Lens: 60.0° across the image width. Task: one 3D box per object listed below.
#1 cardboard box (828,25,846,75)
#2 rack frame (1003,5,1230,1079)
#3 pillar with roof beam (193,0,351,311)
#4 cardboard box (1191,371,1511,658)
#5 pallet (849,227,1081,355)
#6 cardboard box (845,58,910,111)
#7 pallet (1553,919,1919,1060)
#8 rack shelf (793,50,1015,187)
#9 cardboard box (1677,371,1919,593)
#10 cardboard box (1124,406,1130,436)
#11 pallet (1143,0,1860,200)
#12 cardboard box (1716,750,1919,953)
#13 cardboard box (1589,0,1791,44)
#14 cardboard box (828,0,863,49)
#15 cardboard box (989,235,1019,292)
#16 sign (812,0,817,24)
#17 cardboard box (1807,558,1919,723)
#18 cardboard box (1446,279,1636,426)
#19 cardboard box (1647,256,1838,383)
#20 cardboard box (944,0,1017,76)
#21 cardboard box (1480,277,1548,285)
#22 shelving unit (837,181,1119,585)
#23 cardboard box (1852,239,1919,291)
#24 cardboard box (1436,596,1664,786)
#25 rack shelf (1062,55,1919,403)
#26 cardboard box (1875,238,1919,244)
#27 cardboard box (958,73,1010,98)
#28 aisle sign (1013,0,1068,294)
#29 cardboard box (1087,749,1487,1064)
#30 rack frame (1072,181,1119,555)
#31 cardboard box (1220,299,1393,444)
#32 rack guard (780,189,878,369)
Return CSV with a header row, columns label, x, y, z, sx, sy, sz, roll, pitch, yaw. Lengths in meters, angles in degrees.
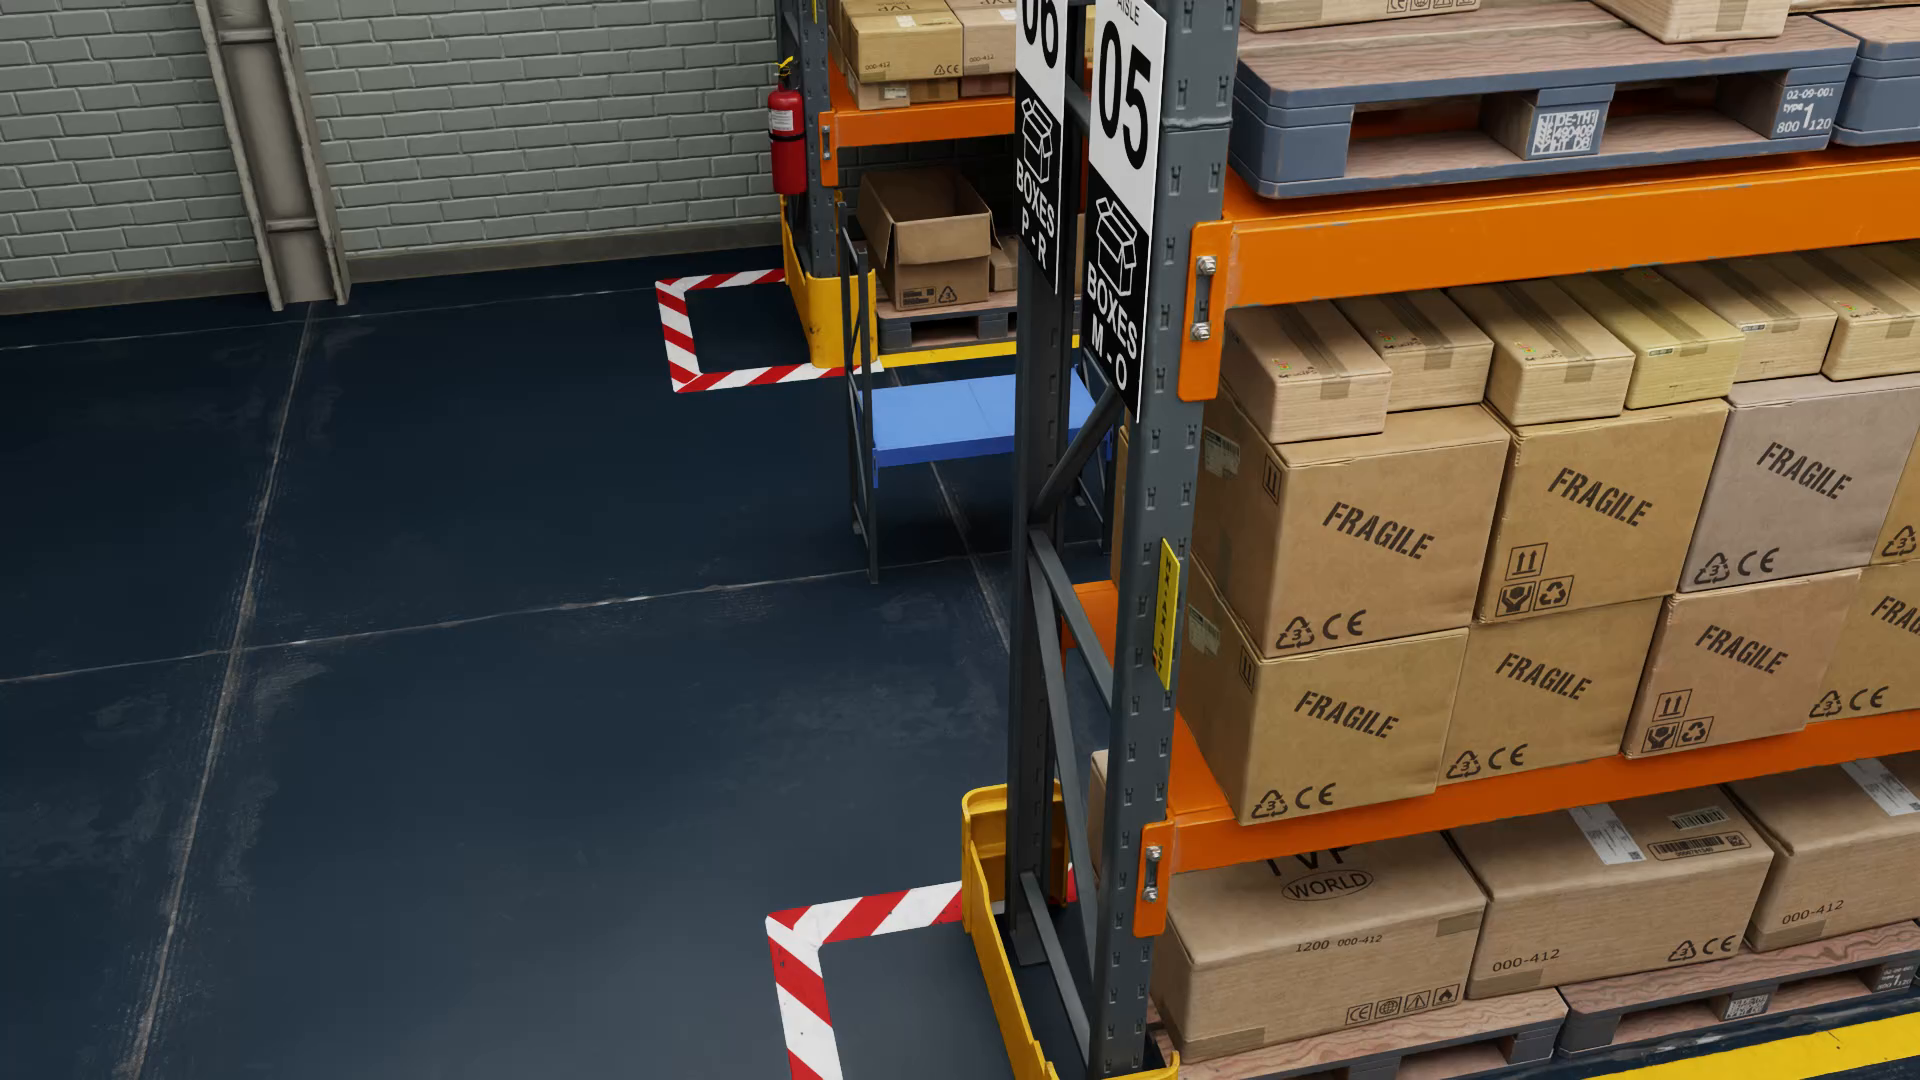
label,x,y,z,sx,sy,sz,roll,pitch,yaw
cardboard box,-0.522,-2.532,8.556,0.250,0.149,0.380,-8,35,-11
rack frame,0.313,0.248,4.189,0.127,3.000,1.000,-7,35,-11
pillar with roof beam,-2.665,-2.759,3.286,0.400,9.000,9.100,-7,35,-11
cardboard box,0.844,-0.113,3.739,0.500,0.500,0.500,-8,35,-12
pallet,0.066,-1.399,9.146,1.213,0.211,1.003,-7,35,-11
cardboard box,-0.405,-2.236,8.116,0.250,0.149,0.380,-7,35,-11
pallet,2.263,1.117,5.396,1.213,0.211,1.003,-7,35,-11
rack shelf,1.165,-2.397,8.775,4.000,0.370,1.077,-7,35,-11
cardboard box,1.847,-0.248,3.940,0.500,0.500,0.500,-7,35,-11
cardboard box,0.731,-0.397,4.163,0.500,0.500,0.500,-6,34,-9
pallet,1.034,-1.058,3.522,1.213,0.211,1.003,-7,35,-11
cardboard box,2.705,0.775,5.326,0.875,0.438,0.875,-8,35,-12
cardboard box,1.425,-1.118,3.291,0.250,0.149,0.380,-6,34,-9
cardboard box,-0.396,-2.711,8.466,0.500,0.250,0.500,-6,34,-9
cardboard box,0.255,-1.495,8.967,0.250,0.149,0.380,-9,35,-12
sign,-0.666,-2.514,7.527,0.005,0.325,0.100,-7,35,-11
cardboard box,2.317,0.103,4.315,0.500,0.500,0.500,-6,34,-9
cardboard box,1.239,-0.412,3.603,0.250,0.149,0.380,-6,34,-9
cardboard box,1.736,-0.515,3.756,0.250,0.149,0.380,-7,34,-10
cardboard box,0.208,-2.482,8.124,0.500,0.250,0.500,-7,34,-10
cardboard box,1.349,-0.761,4.124,0.250,0.149,0.380,-6,34,-9
shelving unit,0.083,-0.633,6.848,1.048,1.500,0.538,-7,35,-11
cardboard box,2.242,-0.539,3.792,0.250,0.149,0.380,-8,35,-12
cardboard box,1.332,0.226,4.131,0.500,0.500,0.500,-8,35,-11
rack shelf,2.264,-0.945,3.920,4.000,0.370,1.077,-7,35,-11
cardboard box,2.360,-0.895,4.323,0.250,0.149,0.380,-7,35,-10
cardboard box,0.082,-2.344,8.276,0.250,0.149,0.380,-8,35,-11
aisle sign,0.174,-0.991,3.702,0.004,0.787,0.394,-7,35,-11
cardboard box,0.935,1.002,4.987,0.875,0.438,0.875,-8,35,-12
rack frame,0.579,-0.696,6.941,0.032,1.500,0.500,-7,35,-11
cardboard box,0.720,-0.371,3.542,0.250,0.149,0.380,-6,34,-10
rack guard,-0.712,-1.421,8.919,0.348,0.500,1.175,-7,35,-11
